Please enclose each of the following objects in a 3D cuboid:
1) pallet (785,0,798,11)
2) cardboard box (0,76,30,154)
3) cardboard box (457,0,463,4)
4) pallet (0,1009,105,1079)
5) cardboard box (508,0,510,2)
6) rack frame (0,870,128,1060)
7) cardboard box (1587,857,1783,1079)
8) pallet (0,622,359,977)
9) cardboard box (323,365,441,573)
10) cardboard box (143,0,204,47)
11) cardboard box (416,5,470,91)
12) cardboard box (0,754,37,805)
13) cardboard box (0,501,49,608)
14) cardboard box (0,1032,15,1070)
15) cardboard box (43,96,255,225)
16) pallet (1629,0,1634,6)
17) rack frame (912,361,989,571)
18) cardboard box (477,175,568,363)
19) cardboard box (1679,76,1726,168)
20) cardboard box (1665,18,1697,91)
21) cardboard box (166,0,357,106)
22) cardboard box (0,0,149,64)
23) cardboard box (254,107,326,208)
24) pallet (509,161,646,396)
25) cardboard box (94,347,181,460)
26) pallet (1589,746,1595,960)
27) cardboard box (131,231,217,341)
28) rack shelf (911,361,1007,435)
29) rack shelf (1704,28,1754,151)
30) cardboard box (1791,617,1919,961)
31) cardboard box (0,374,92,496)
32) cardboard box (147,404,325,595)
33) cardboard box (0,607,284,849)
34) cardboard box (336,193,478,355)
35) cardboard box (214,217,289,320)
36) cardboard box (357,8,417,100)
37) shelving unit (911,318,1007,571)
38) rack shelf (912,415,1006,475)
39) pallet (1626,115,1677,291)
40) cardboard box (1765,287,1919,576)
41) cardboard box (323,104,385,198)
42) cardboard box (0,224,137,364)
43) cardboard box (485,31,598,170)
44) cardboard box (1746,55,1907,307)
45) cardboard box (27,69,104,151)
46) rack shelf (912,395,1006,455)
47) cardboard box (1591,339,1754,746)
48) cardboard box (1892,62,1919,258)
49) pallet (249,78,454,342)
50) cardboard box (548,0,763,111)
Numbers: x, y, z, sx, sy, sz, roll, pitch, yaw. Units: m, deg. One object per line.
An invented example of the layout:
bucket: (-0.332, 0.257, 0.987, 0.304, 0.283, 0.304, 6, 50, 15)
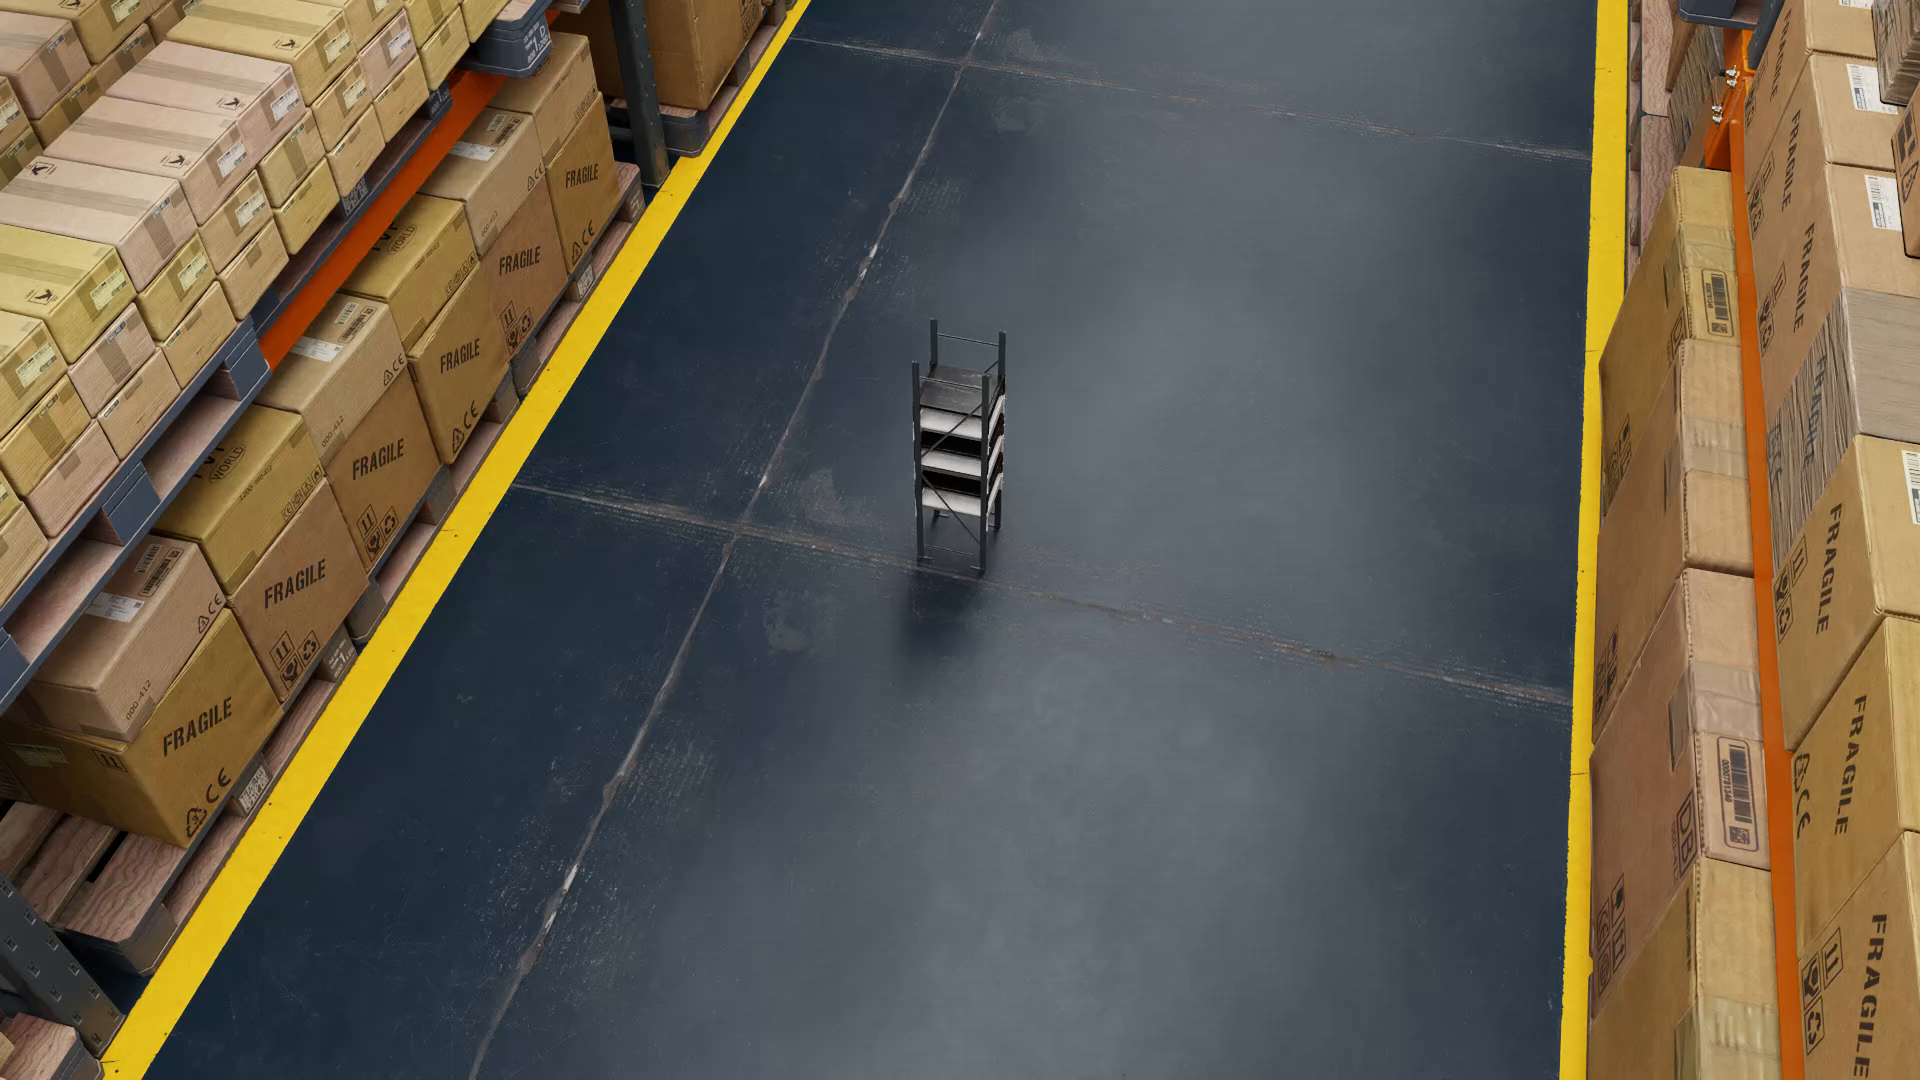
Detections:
pallet: (-1.138, -3.133, 8.375, 1.003, 0.211, 1.213, 12, 50, 10)
cardboard box: (-2.600, -1.057, 4.173, 0.380, 0.149, 0.250, 10, 49, 9)
cardboard box: (-1.634, -1.763, 4.994, 0.380, 0.149, 0.250, 12, 50, 10)
pallet: (-2.937, 1.688, 4.120, 1.003, 0.211, 1.213, 12, 50, 10)
cardboard box: (-1.562, -1.864, 5.282, 0.380, 0.149, 0.250, 12, 50, 11)
rack frame: (-2.794, 0.272, 3.509, 1.000, 3.000, 0.127, 12, 50, 10)
cardboard box: (2.114, 1.421, 3.632, 1.225, 0.875, 0.875, 12, 50, 10)
pallet: (-2.591, 0.631, 5.052, 1.003, 0.211, 1.213, 12, 50, 10)
cardboard box: (-2.081, -0.286, 5.389, 0.500, 0.500, 0.500, 12, 50, 11)
cardboard box: (-2.400, -1.534, 4.792, 0.380, 0.149, 0.250, 11, 50, 10)
cardboard box: (-1.700, -1.489, 4.951, 0.380, 0.149, 0.250, 10, 49, 8)
cardboard box: (-2.842, 0.375, 4.805, 0.500, 0.500, 0.500, 11, 49, 9)
cardboard box: (-2.247, 0.022, 3.617, 0.380, 0.149, 0.250, 9, 49, 8)
cardboard box: (-2.570, 1.269, 4.053, 0.380, 0.149, 0.250, 12, 50, 11)
cardboard box: (-1.974, -0.928, 4.059, 0.380, 0.149, 0.250, 11, 50, 10)
pallet: (3.867, -2.976, 8.236, 1.003, 0.211, 1.213, 12, 50, 10)
rack frame: (-0.029, -0.218, 5.343, 0.240, 0.900, 0.006, 12, 50, 10)
cardboard box: (-1.803, -1.031, 6.046, 0.500, 0.500, 0.500, 13, 50, 12)
cardboard box: (3.174, -1.376, 6.338, 0.700, 0.500, 0.500, 9, 49, 8)
cardboard box: (3.451, -2.191, 7.057, 0.700, 0.500, 0.500, 15, 50, 13)
cardboard box: (-1.840, -1.306, 4.393, 0.380, 0.149, 0.250, 13, 50, 11)
cardboard box: (-2.463, -1.447, 4.517, 0.380, 0.149, 0.250, 11, 49, 10)
cardboard box: (-1.906, -1.026, 4.344, 0.380, 0.149, 0.250, 11, 49, 9)
pallet: (-1.948, -1.133, 6.610, 1.003, 0.211, 1.213, 12, 50, 10)
cardboard box: (-2.110, -0.360, 3.954, 0.380, 0.149, 0.250, 12, 50, 10)
pallet: (2.414, 0.789, 4.913, 1.003, 0.211, 1.213, 12, 50, 10)
cardboard box: (-2.045, -0.639, 4.002, 0.380, 0.149, 0.250, 10, 49, 8)
rack shelf: (-0.002, -0.449, 5.230, 0.258, 0.077, 0.200, 12, 50, 10)
rack shelf: (3.544, -2.778, 6.681, 1.077, 0.370, 4.000, 12, 50, 10)
cardboard box: (1.961, 0.542, 3.204, 0.500, 0.500, 0.500, 13, 50, 11)
cardboard box: (-2.180, -0.264, 3.672, 0.380, 0.149, 0.250, 11, 49, 9)
cardboard box: (-2.207, -0.156, 4.774, 0.500, 0.250, 0.500, 13, 50, 11)
cardboard box: (-2.344, 0.478, 4.714, 0.500, 0.500, 0.500, 13, 50, 11)
cardboard box: (-1.940, -0.903, 5.433, 0.500, 0.250, 0.500, 13, 50, 11)
cardboard box: (-1.976, -0.725, 4.277, 0.380, 0.149, 0.250, 10, 49, 8)
cardboard box: (-1.769, -1.395, 4.669, 0.380, 0.149, 0.250, 13, 50, 11)
shelving unit: (-0.002, -0.292, 5.407, 0.258, 0.900, 0.210, 12, 50, 10)
rack shelf: (-0.002, -0.329, 5.365, 0.258, 0.077, 0.200, 12, 50, 10)
pallet: (3.224, -1.211, 6.678, 1.003, 0.211, 1.213, 12, 50, 10)
cardboard box: (2.228, -0.198, 3.858, 0.500, 0.500, 0.500, 12, 50, 10)
cardboard box: (-1.839, -1.105, 4.612, 0.380, 0.149, 0.250, 10, 49, 8)
cardboard box: (-2.109, -0.562, 3.736, 0.380, 0.149, 0.250, 12, 50, 10)
cardboard box: (-1.668, -1.635, 6.079, 0.500, 0.250, 0.500, 11, 49, 9)
cardboard box: (2.493, -0.931, 4.504, 0.500, 0.500, 0.500, 10, 49, 9)
cardboard box: (-2.536, -1.163, 4.465, 0.380, 0.149, 0.250, 12, 50, 10)
rack shelf: (-0.002, -0.389, 5.297, 0.258, 0.077, 0.200, 12, 50, 10)
cardboard box: (2.573, 0.133, 4.769, 1.225, 0.875, 0.875, 12, 50, 10)
cardboard box: (2.635, -0.938, 3.841, 0.797, 0.503, 0.637, 13, 50, 11)
pallet: (-2.223, -1.118, 4.864, 1.003, 0.211, 1.213, 12, 50, 10)
cardboard box: (-1.494, -2.438, 7.122, 1.050, 0.750, 0.750, 11, 49, 10)
